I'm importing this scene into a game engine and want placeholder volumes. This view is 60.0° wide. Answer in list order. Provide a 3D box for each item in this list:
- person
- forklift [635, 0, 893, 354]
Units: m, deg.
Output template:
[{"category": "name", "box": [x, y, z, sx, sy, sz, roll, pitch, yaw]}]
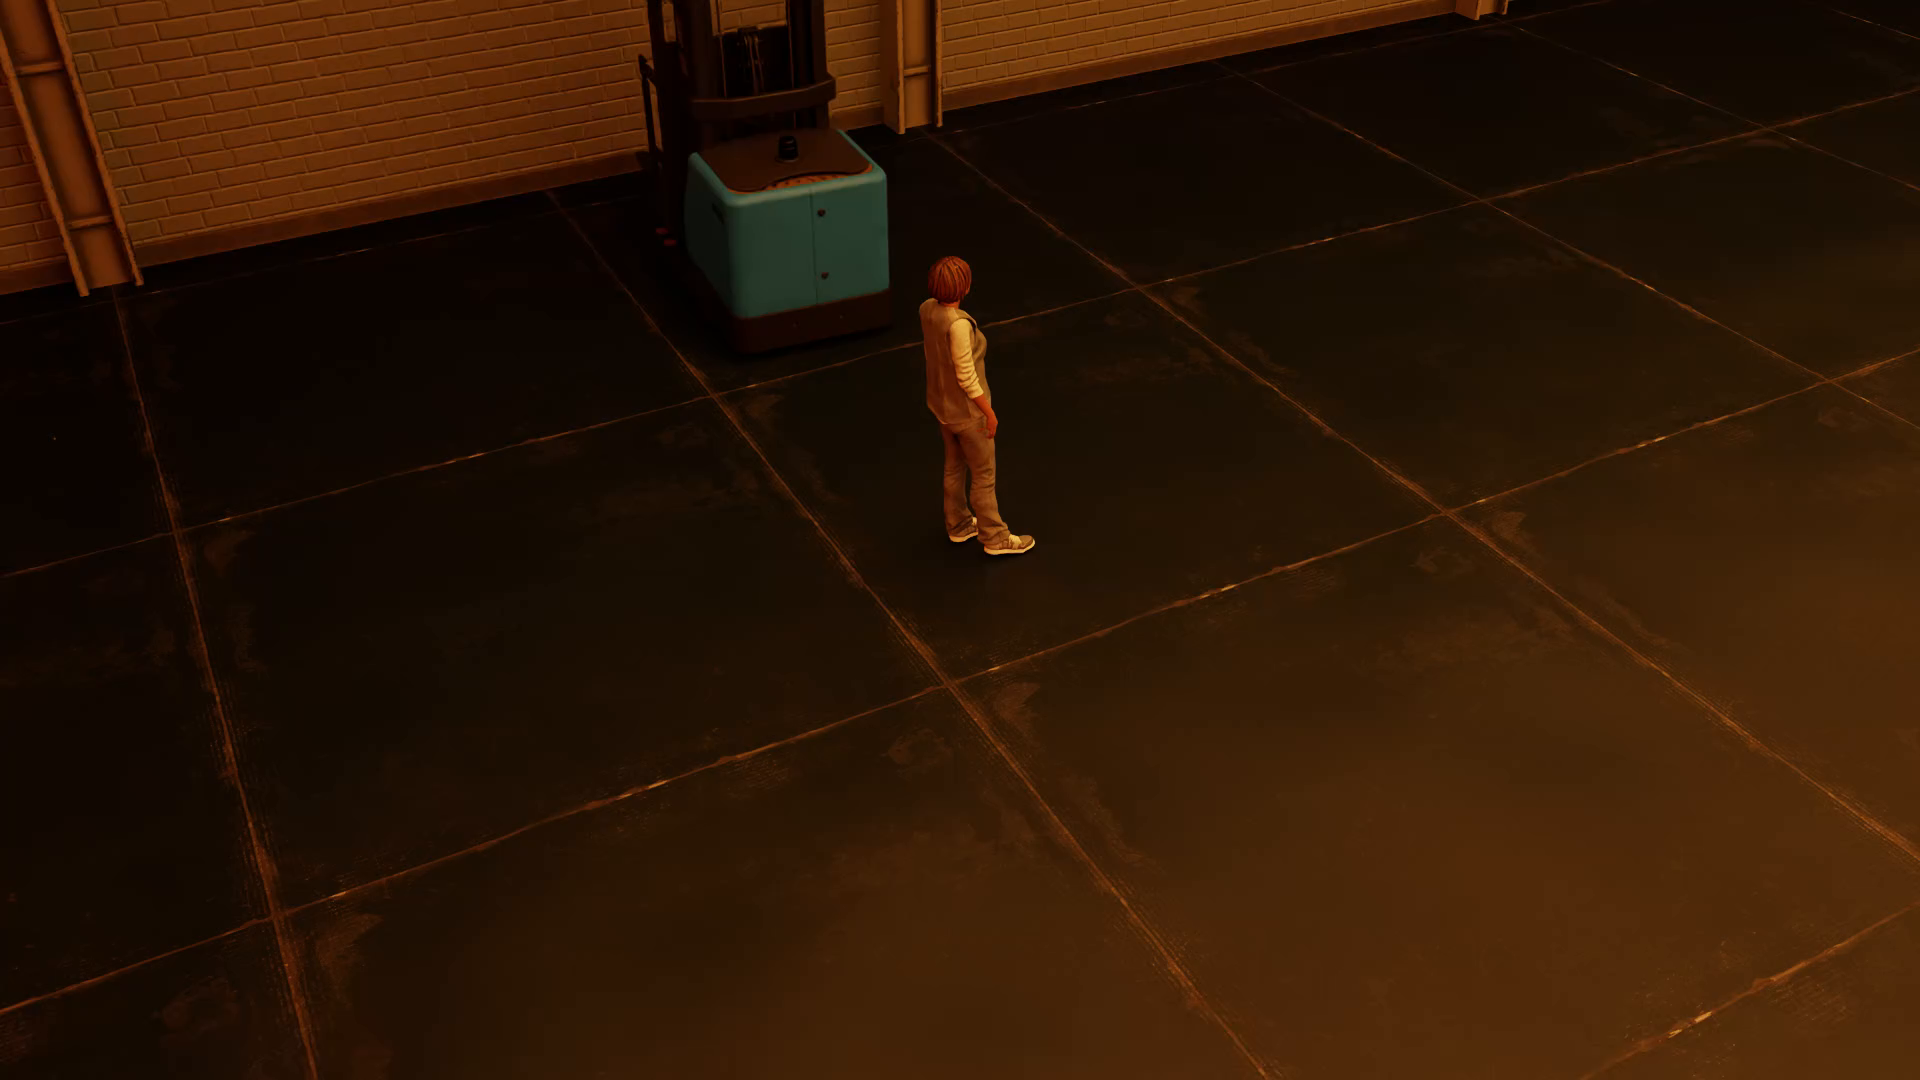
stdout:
[{"category": "person", "box": [0.072, -0.671, 8.216, 0.473, 1.599, 0.521, -17, 39, -23]}, {"category": "forklift", "box": [-1.485, -3.176, 10.616, 1.130, 2.935, 3.031, -14, 38, -19]}]
